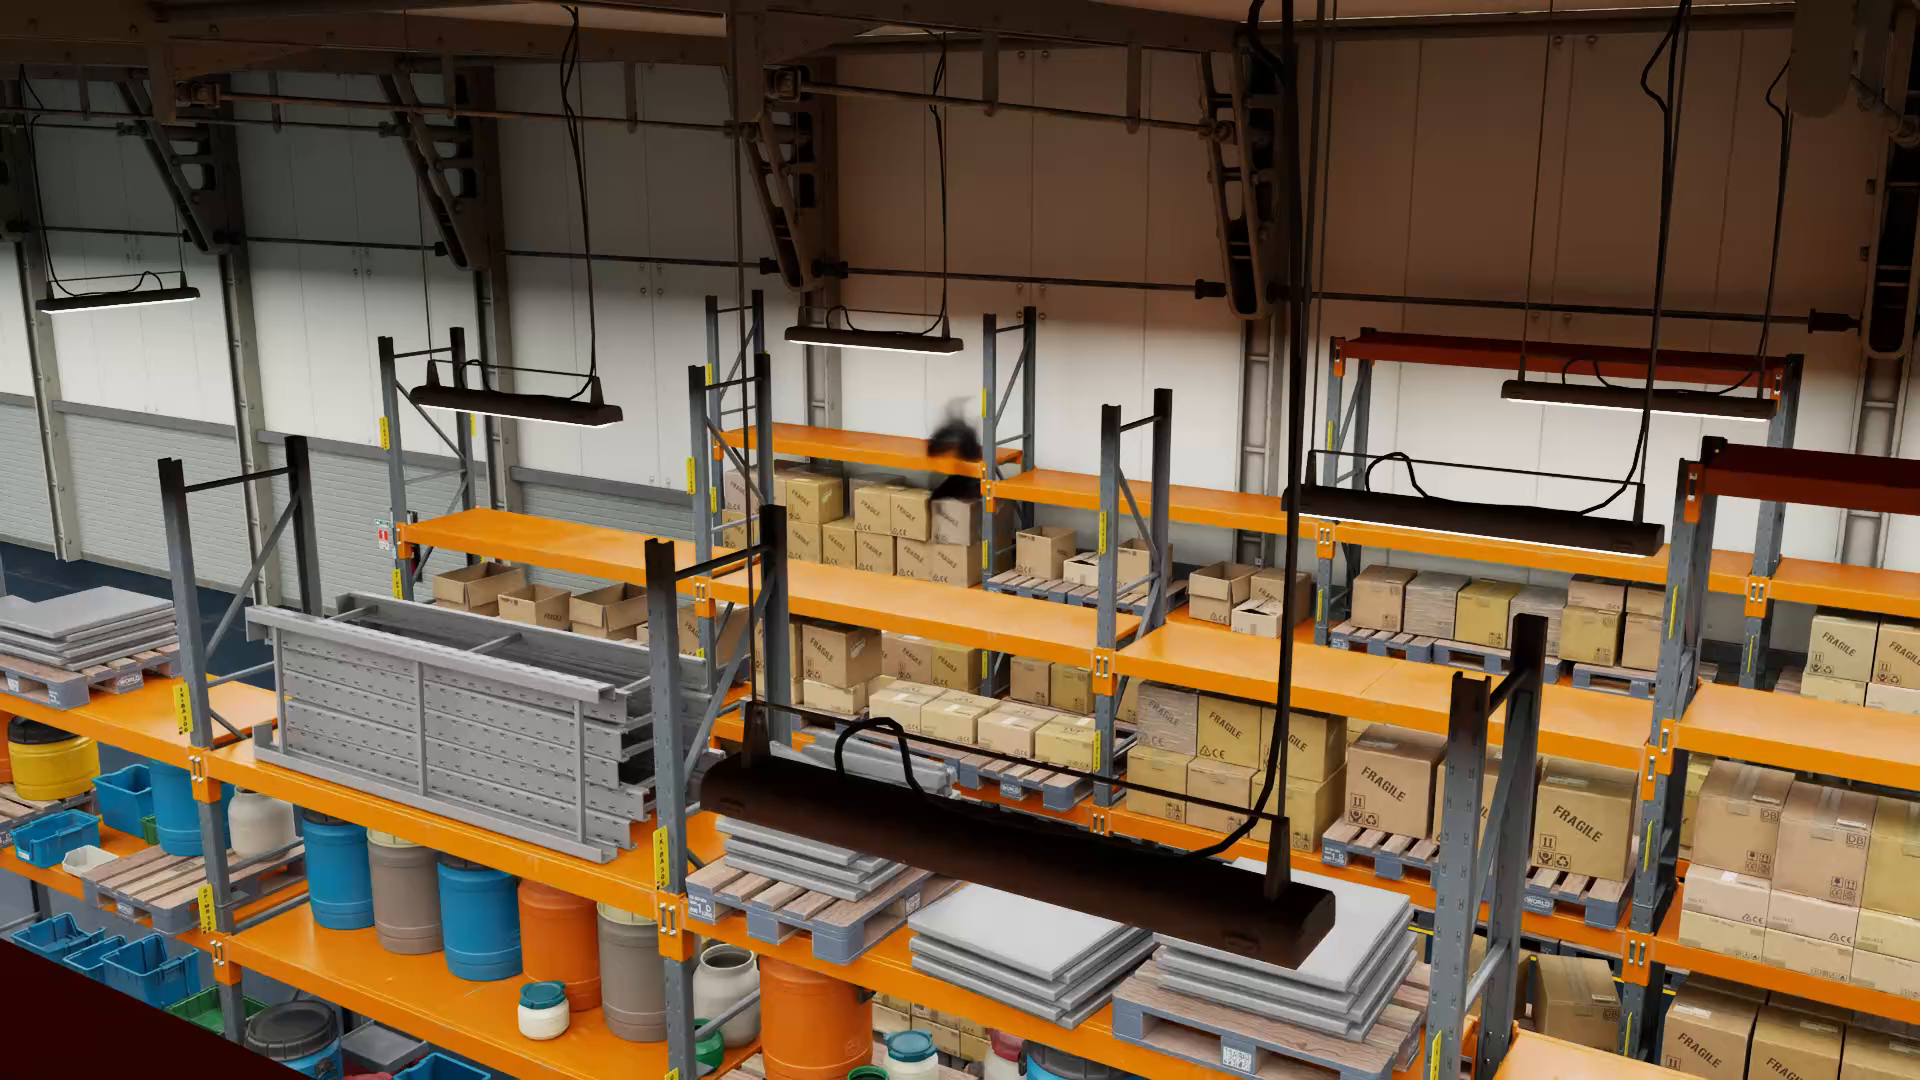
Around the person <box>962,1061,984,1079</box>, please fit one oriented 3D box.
[{"bbox_3d":[0.072,4.445,11.855,0.570,1.617,0.661,8,16,29],"label":"person"}]
